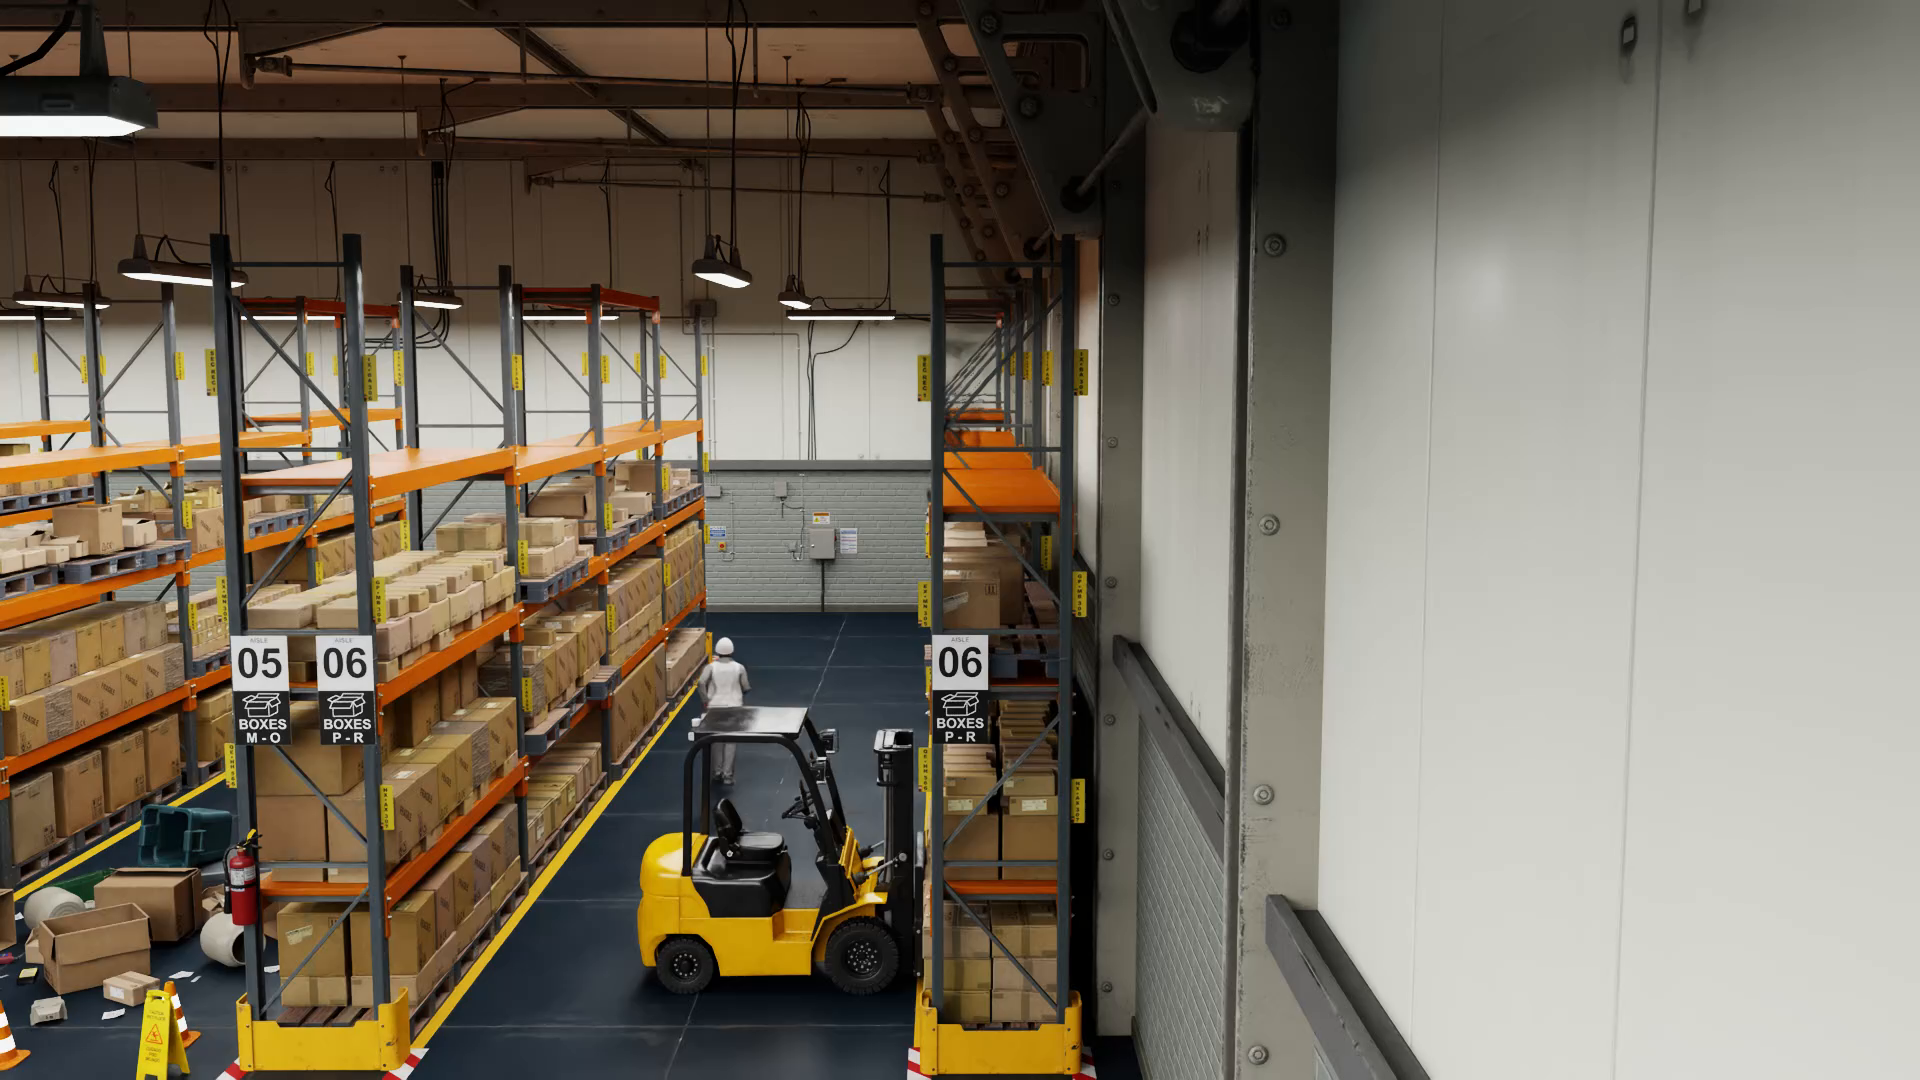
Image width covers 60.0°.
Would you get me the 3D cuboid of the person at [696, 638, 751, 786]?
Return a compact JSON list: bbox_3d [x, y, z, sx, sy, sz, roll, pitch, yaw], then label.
[{"bbox_3d":[-2.822,2.085,20.003,0.601,1.821,0.831,0,6,2],"label":"person"}]
